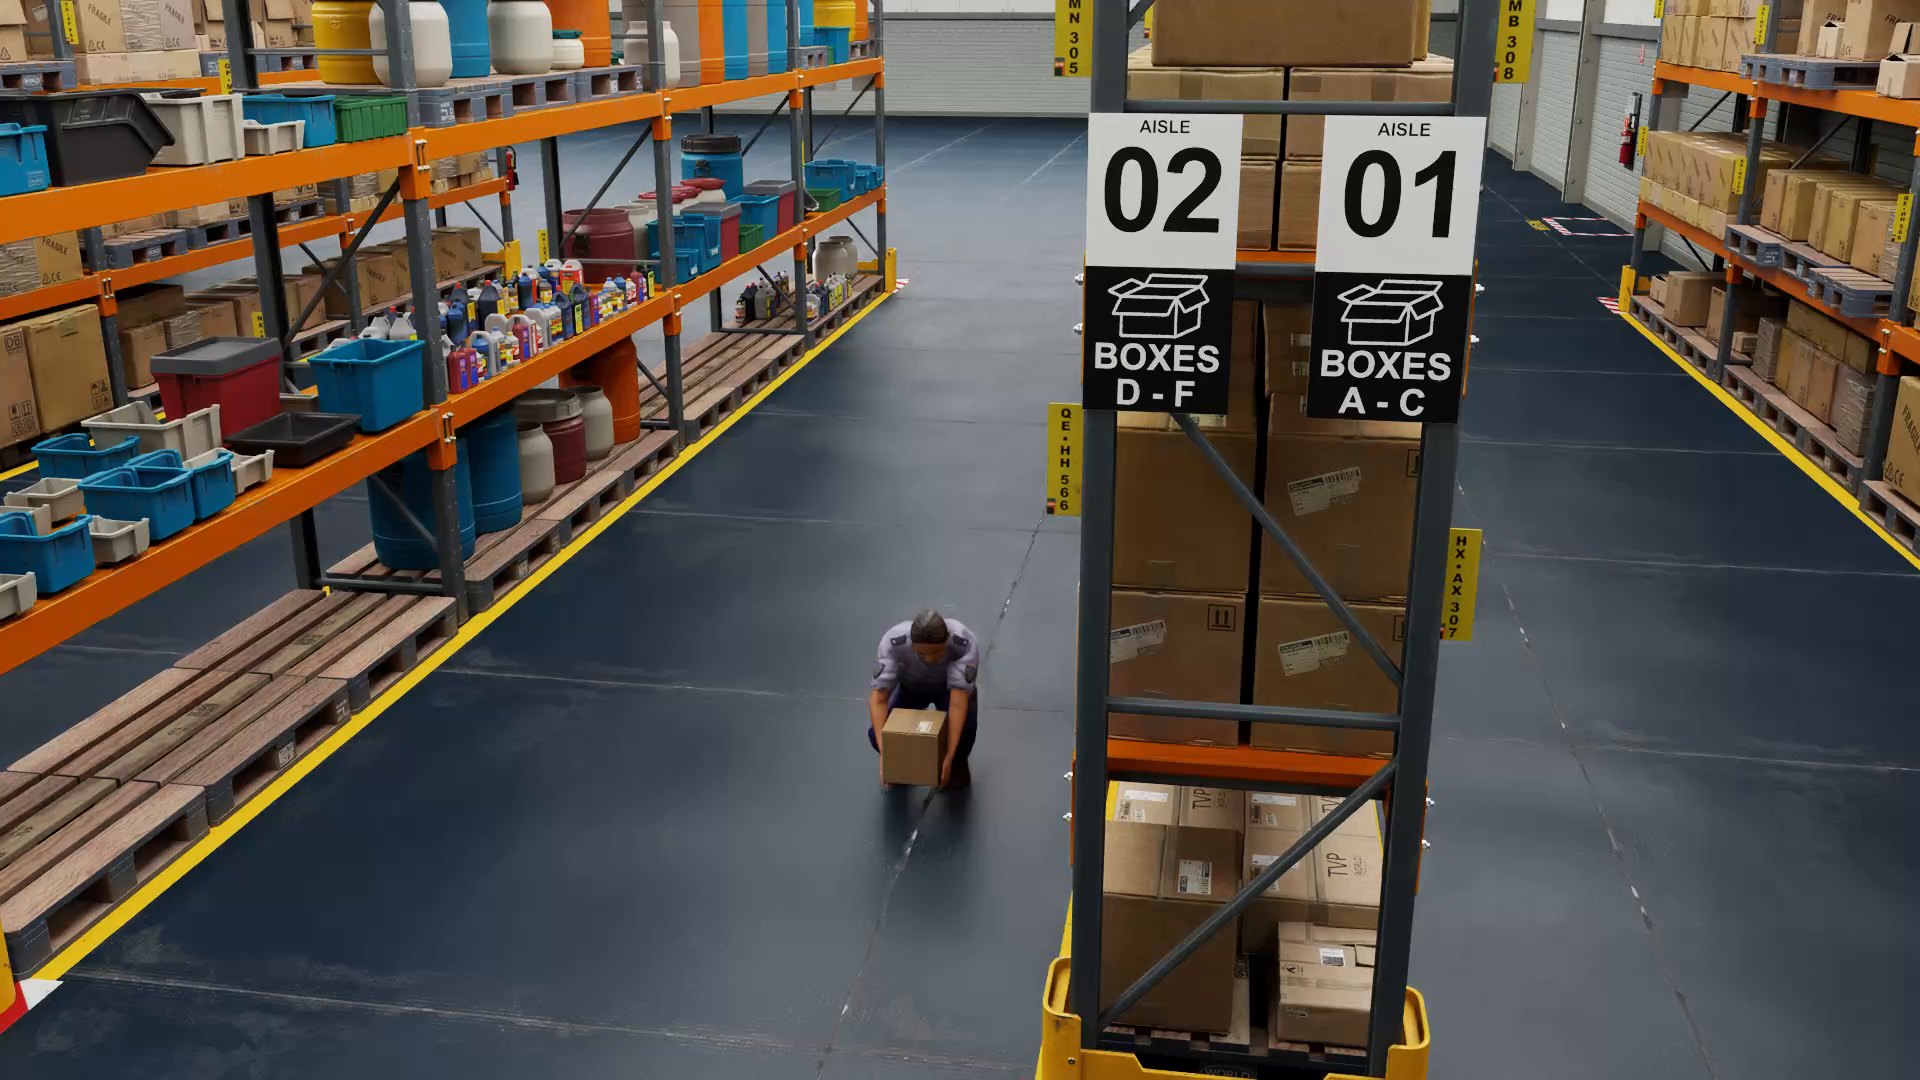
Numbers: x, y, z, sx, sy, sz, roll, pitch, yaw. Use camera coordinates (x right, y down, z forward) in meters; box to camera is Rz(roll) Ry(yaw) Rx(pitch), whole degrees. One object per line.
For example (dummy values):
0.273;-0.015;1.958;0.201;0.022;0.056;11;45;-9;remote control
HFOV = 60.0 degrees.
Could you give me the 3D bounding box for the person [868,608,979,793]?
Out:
-0.154;0.696;7.632;0.508;0.928;0.825;3;18;8;person
